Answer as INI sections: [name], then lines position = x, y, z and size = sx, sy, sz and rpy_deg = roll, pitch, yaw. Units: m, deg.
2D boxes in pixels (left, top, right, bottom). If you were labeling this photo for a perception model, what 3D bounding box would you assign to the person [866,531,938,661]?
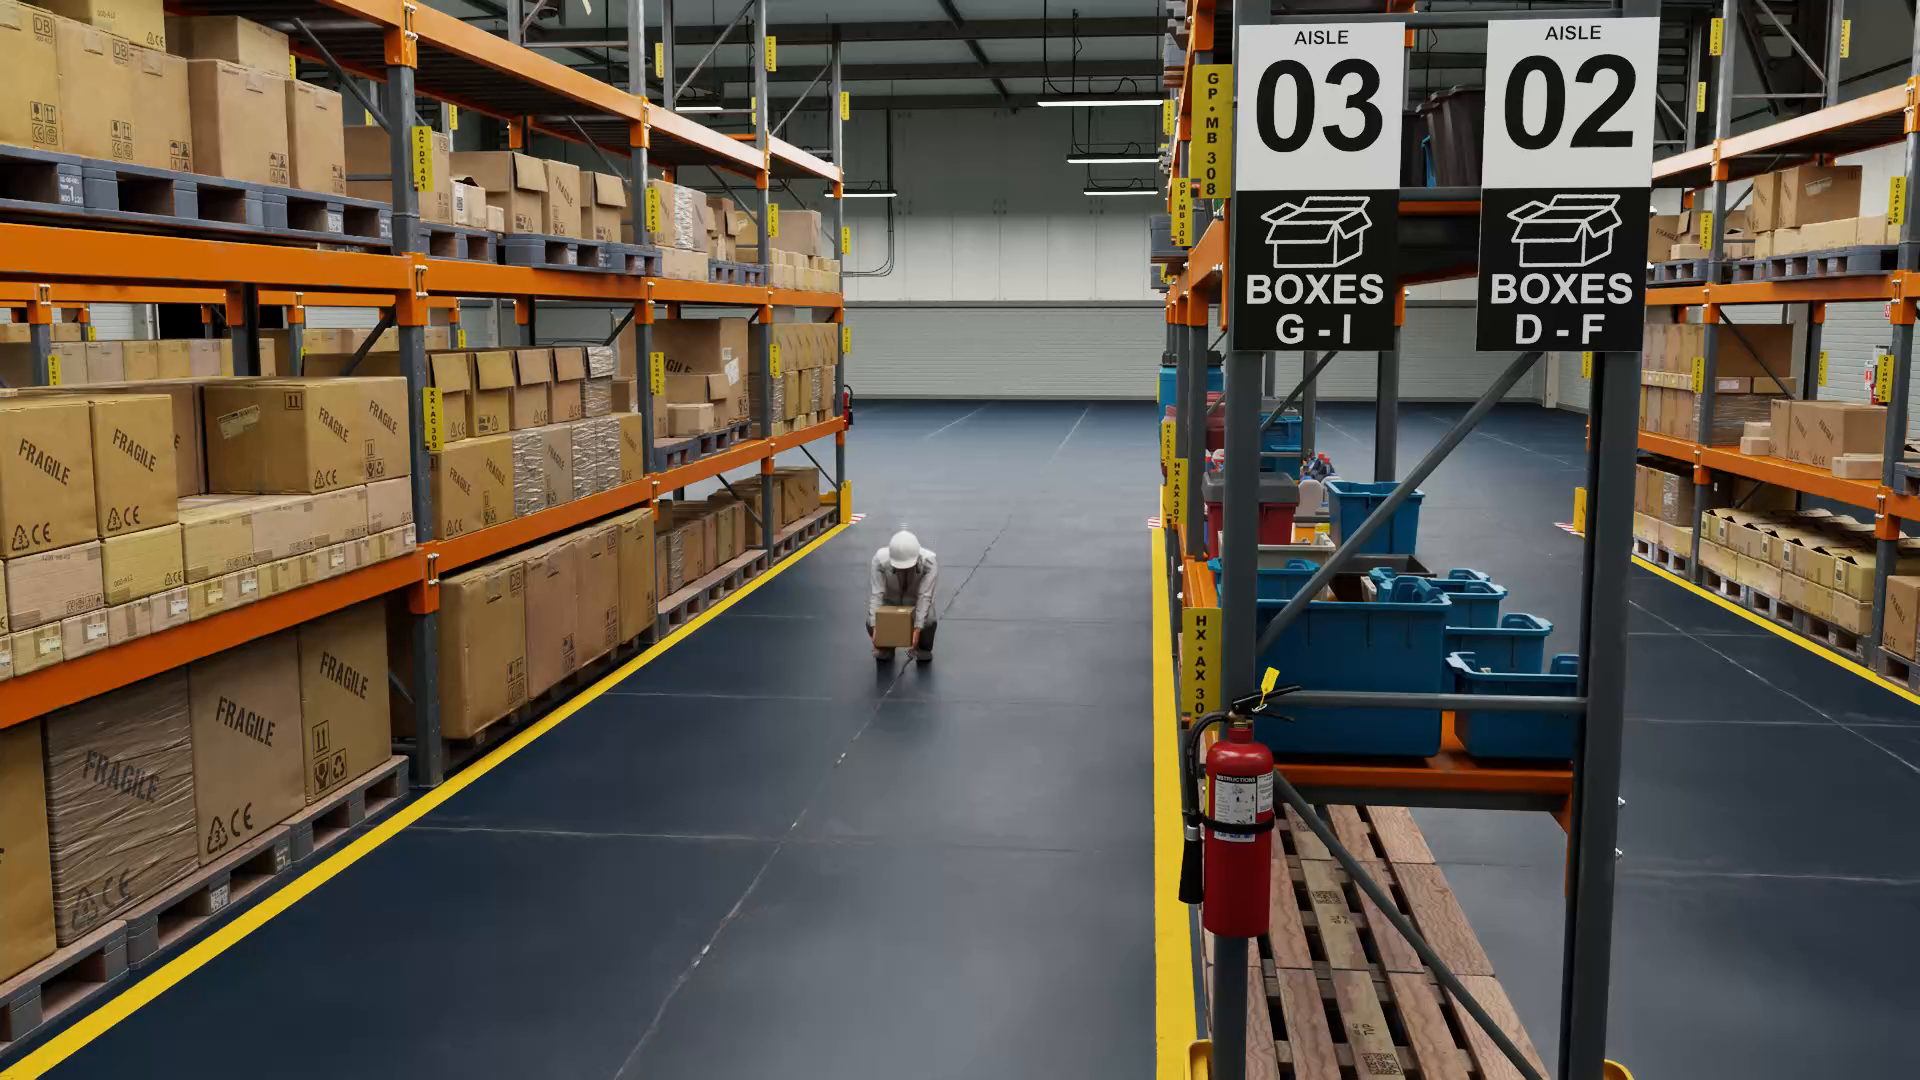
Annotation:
[person]
position = -0.415, 0.400, 12.129
size = 0.523, 1.011, 0.883
rpy_deg = 1, 8, 5
